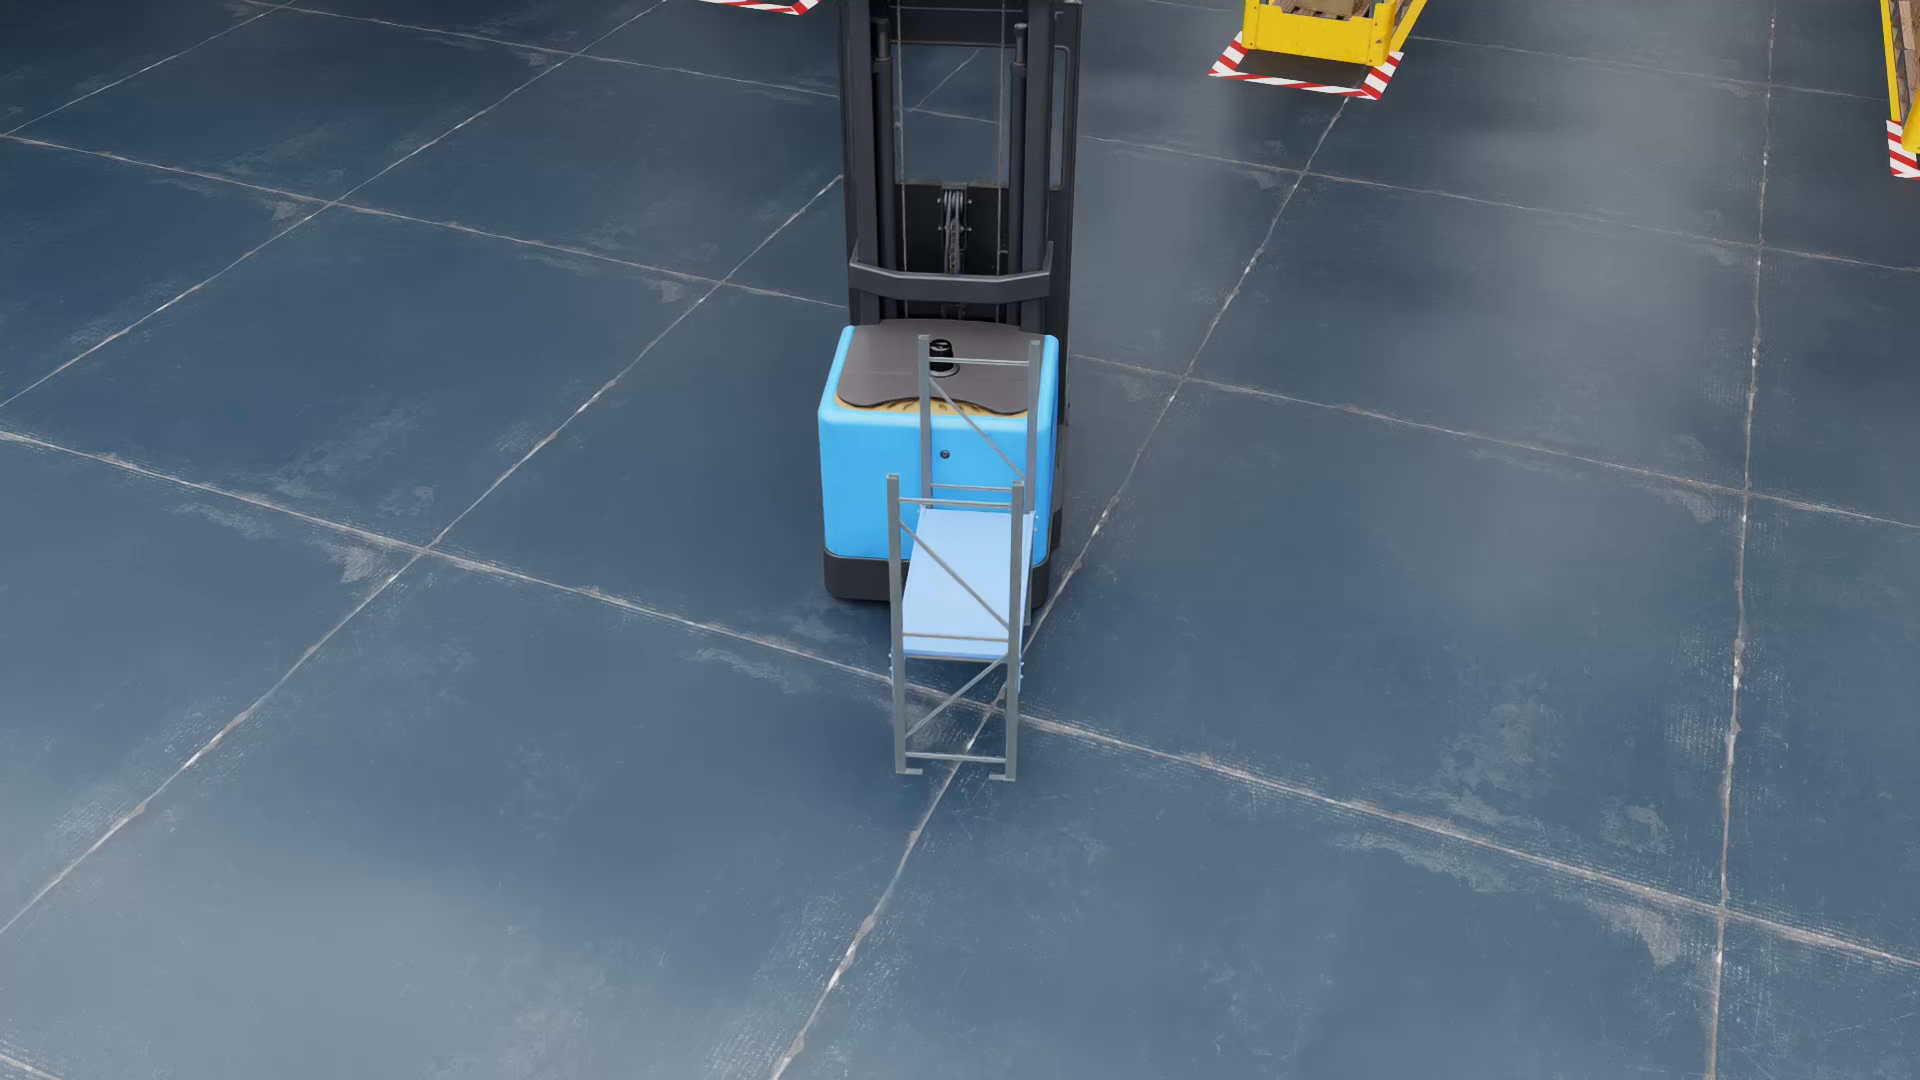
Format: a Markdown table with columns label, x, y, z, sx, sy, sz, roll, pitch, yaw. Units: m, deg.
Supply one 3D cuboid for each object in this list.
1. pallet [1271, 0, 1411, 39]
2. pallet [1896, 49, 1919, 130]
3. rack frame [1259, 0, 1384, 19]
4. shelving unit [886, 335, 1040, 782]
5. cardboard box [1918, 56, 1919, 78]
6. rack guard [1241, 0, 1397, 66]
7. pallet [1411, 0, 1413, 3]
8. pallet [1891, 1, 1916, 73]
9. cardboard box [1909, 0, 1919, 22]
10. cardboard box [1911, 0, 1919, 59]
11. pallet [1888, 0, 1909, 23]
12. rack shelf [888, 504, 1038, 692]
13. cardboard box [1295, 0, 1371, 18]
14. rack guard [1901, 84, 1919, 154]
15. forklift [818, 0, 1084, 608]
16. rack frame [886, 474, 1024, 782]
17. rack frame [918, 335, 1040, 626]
| label | x | y | z | sx | sy | sz | roll | pitch | yaw |
| --- | --- | --- | --- | --- | --- | --- | --- | --- | --- |
| pallet | 3.244 | -4.539 | 14.146 | 1.003 | 0.211 | 1.213 | 14 | 39 | 18 |
| pallet | 7.654 | -3.330 | 12.528 | 1.003 | 0.211 | 1.213 | 14 | 39 | 18 |
| rack frame | 2.873 | -5.172 | 12.664 | 1.000 | 3.000 | 0.127 | 14 | 39 | 18 |
| shelving unit | 0.030 | 0.079 | 6.892 | 0.538 | 1.500 | 1.048 | 3 | 37 | 4 |
| cardboard box | 7.619 | -3.694 | 12.110 | 0.875 | 0.875 | 0.875 | 14 | 39 | 18 |
| rack guard | 2.902 | -4.213 | 13.469 | 1.175 | 0.500 | 0.348 | 14 | 39 | 18 |
| pallet | 3.710 | -5.212 | 15.047 | 1.003 | 0.211 | 1.213 | 14 | 39 | 18 |
| pallet | 8.120 | -4.003 | 13.429 | 1.003 | 0.211 | 1.213 | 14 | 39 | 18 |
| cardboard box | 8.300 | -4.686 | 13.437 | 0.875 | 0.875 | 0.875 | 14 | 39 | 18 |
| cardboard box | 7.952 | -4.181 | 12.763 | 0.875 | 0.875 | 0.875 | 13 | 39 | 17 |
| pallet | 8.582 | -4.681 | 14.336 | 1.003 | 0.211 | 1.213 | 14 | 39 | 18 |
| rack shelf | 0.030 | 0.223 | 7.000 | 0.538 | 0.185 | 1.000 | 3 | 37 | 4 |
| cardboard box | 3.127 | -4.681 | 13.744 | 0.500 | 0.500 | 0.500 | 21 | 42 | 26 |
| rack guard | 7.413 | -2.972 | 11.808 | 1.175 | 0.500 | 0.348 | 14 | 39 | 18 |
| forklift | 0.020 | -1.722 | 8.106 | 1.130 | 2.935 | 3.031 | 3 | 37 | 4 |
| rack frame | -0.018 | 0.382 | 6.487 | 0.500 | 1.500 | 0.032 | 3 | 37 | 4 |
| rack frame | 0.079 | -0.224 | 7.297 | 0.500 | 1.500 | 0.032 | 3 | 37 | 4 |
